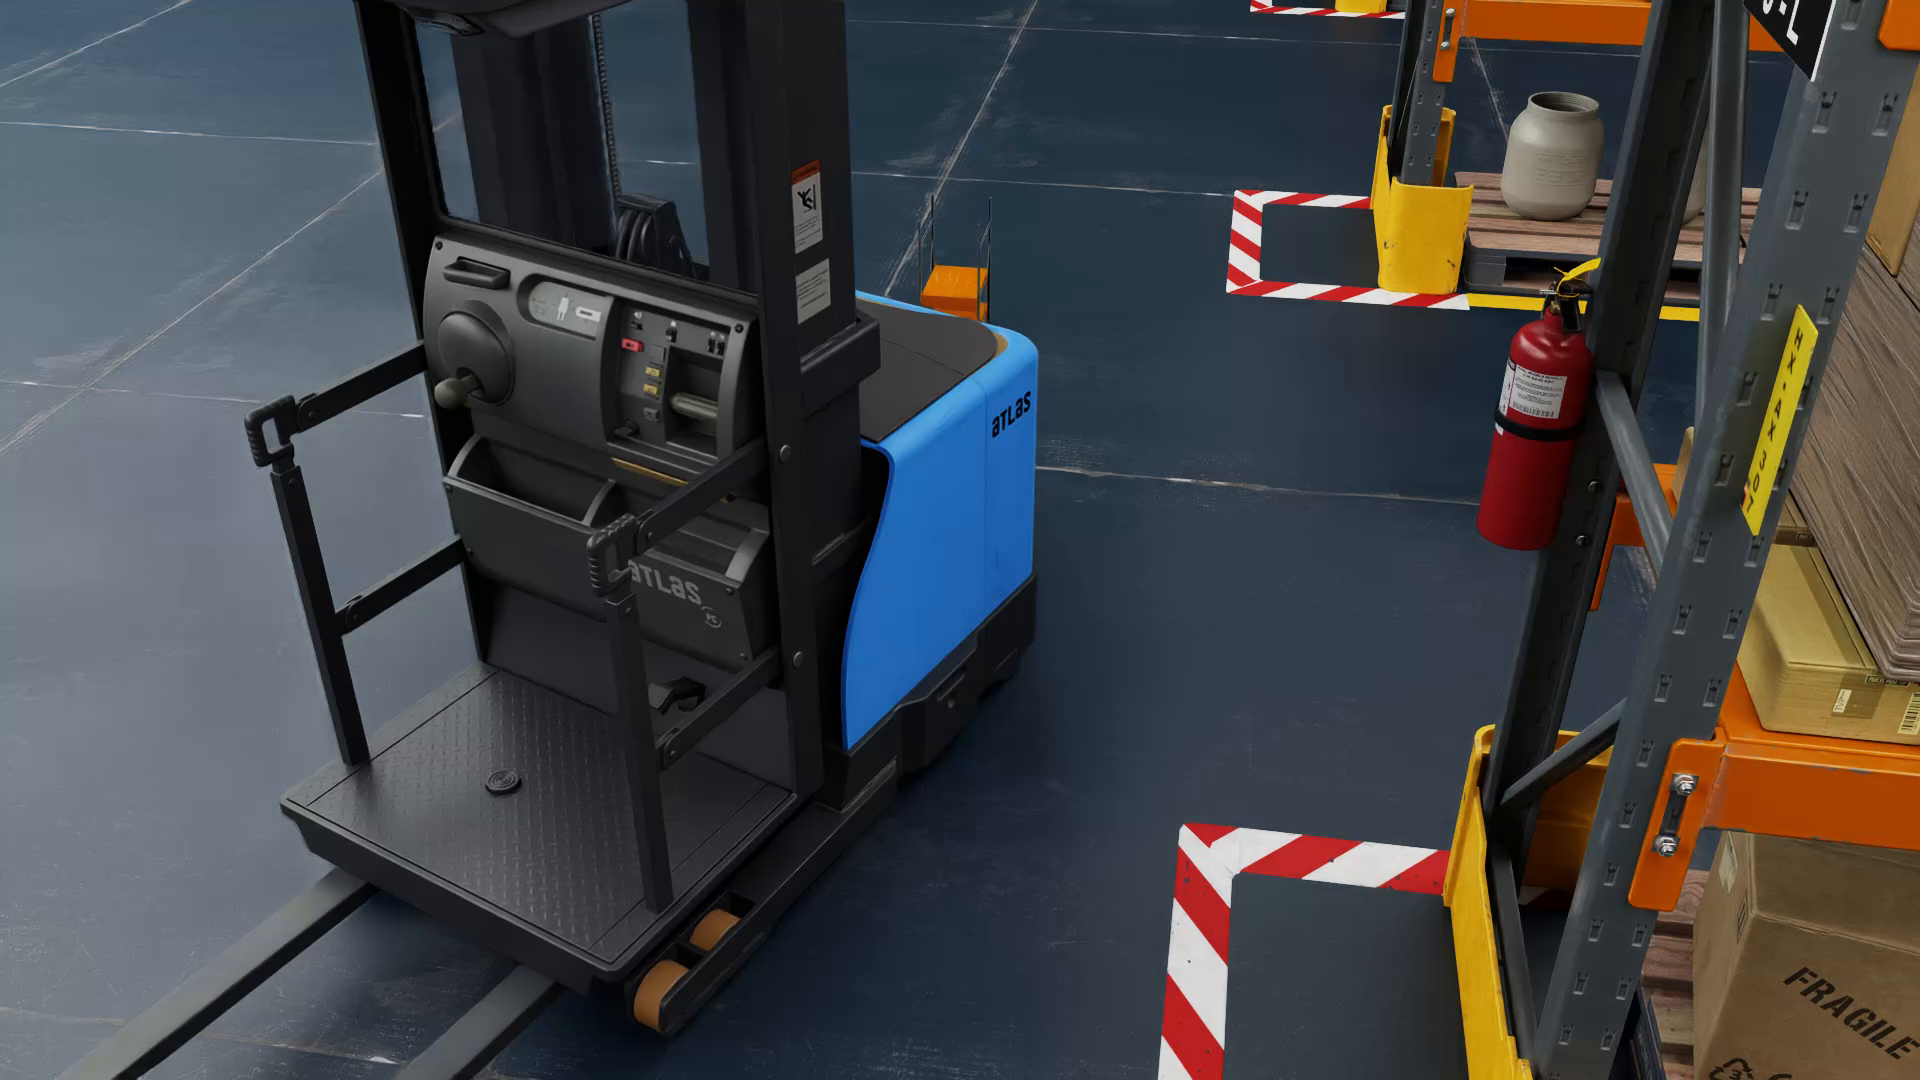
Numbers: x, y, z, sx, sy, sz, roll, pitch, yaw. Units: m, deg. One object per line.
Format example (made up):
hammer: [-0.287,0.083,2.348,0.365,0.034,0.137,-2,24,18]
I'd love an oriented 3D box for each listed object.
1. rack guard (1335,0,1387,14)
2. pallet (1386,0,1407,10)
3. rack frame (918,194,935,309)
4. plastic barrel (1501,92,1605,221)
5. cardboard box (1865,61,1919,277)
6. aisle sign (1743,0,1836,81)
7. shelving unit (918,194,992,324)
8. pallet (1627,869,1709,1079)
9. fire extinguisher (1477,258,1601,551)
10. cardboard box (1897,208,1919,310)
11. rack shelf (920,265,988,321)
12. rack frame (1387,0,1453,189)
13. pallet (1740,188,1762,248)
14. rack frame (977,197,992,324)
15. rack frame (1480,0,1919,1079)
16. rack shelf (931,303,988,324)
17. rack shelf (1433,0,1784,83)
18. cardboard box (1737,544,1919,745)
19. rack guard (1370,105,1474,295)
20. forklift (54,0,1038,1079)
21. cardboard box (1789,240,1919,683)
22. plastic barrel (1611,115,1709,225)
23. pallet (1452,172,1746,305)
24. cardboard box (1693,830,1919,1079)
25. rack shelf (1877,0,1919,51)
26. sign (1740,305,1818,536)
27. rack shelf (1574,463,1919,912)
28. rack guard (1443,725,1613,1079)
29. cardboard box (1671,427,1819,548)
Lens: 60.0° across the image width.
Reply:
rack guard: [2.905,-4.209,12.003,0.348,0.500,1.175,5,32,8]
pallet: [3.689,-4.038,12.002,1.213,0.211,1.003,5,32,8]
rack frame: [-0.104,-0.518,5.447,0.006,1.200,0.240,5,32,8]
plastic barrel: [2.753,-1.780,7.716,0.421,0.512,0.421,0,32,0]
cardboard box: [1.842,-0.758,2.817,0.500,0.500,0.500,5,32,8]
aisle sign: [1.146,-1.036,2.128,0.004,0.787,0.394,5,32,8]
shelving unit: [-0.014,-0.510,5.434,0.189,1.200,0.258,5,32,8]
pallet: [2.128,1.194,3.643,1.213,0.211,1.003,5,32,8]
fire extinguisher: [1.223,-0.304,3.481,0.183,0.674,0.296,5,32,8]
cardboard box: [1.754,-0.486,2.382,0.500,0.500,0.500,5,32,8]
rack shelf: [-0.014,-0.777,5.266,0.180,0.103,0.258,5,32,8]
rack frame: [2.091,-2.676,7.198,0.127,3.000,1.000,5,32,8]
pallet: [4.173,-1.326,7.670,1.213,0.211,1.003,5,32,8]
rack frame: [0.076,-0.502,5.421,0.006,1.200,0.240,5,32,8]
rack frame: [1.258,-0.085,3.059,0.127,3.000,1.000,5,32,8]
rack shelf: [-0.014,-0.676,5.330,0.180,0.103,0.258,5,32,8]
rack shelf: [4.063,-2.192,7.103,4.000,0.370,1.077,5,32,8]
cardboard box: [1.499,0.171,2.886,0.250,0.149,0.380,5,32,8]
rack guard: [2.174,-1.634,7.889,0.348,0.500,1.175,5,32,8]
forklift: [-0.962,-0.370,3.578,1.130,2.935,3.031,18,36,26]
cardboard box: [1.795,-0.190,2.852,0.500,0.500,0.875,5,32,8]
plastic barrel: [3.247,-1.736,7.645,0.421,0.512,0.421,0,32,0]
pallet: [2.974,-1.436,7.846,1.213,0.211,1.003,5,32,8]
cardboard box: [1.871,0.861,3.508,0.500,0.500,0.500,11,34,17]
rack shelf: [3.229,-0.873,2.169,4.000,0.370,1.077,5,32,8]
sign: [1.167,-0.169,2.376,0.005,0.325,0.100,5,32,8]
rack shelf: [3.229,0.398,2.965,4.000,0.370,1.077,5,32,8]
rack guard: [1.333,0.981,3.712,0.348,0.500,1.175,5,32,8]
cardboard box: [1.574,-0.061,3.258,0.250,0.149,0.380,5,32,8]
